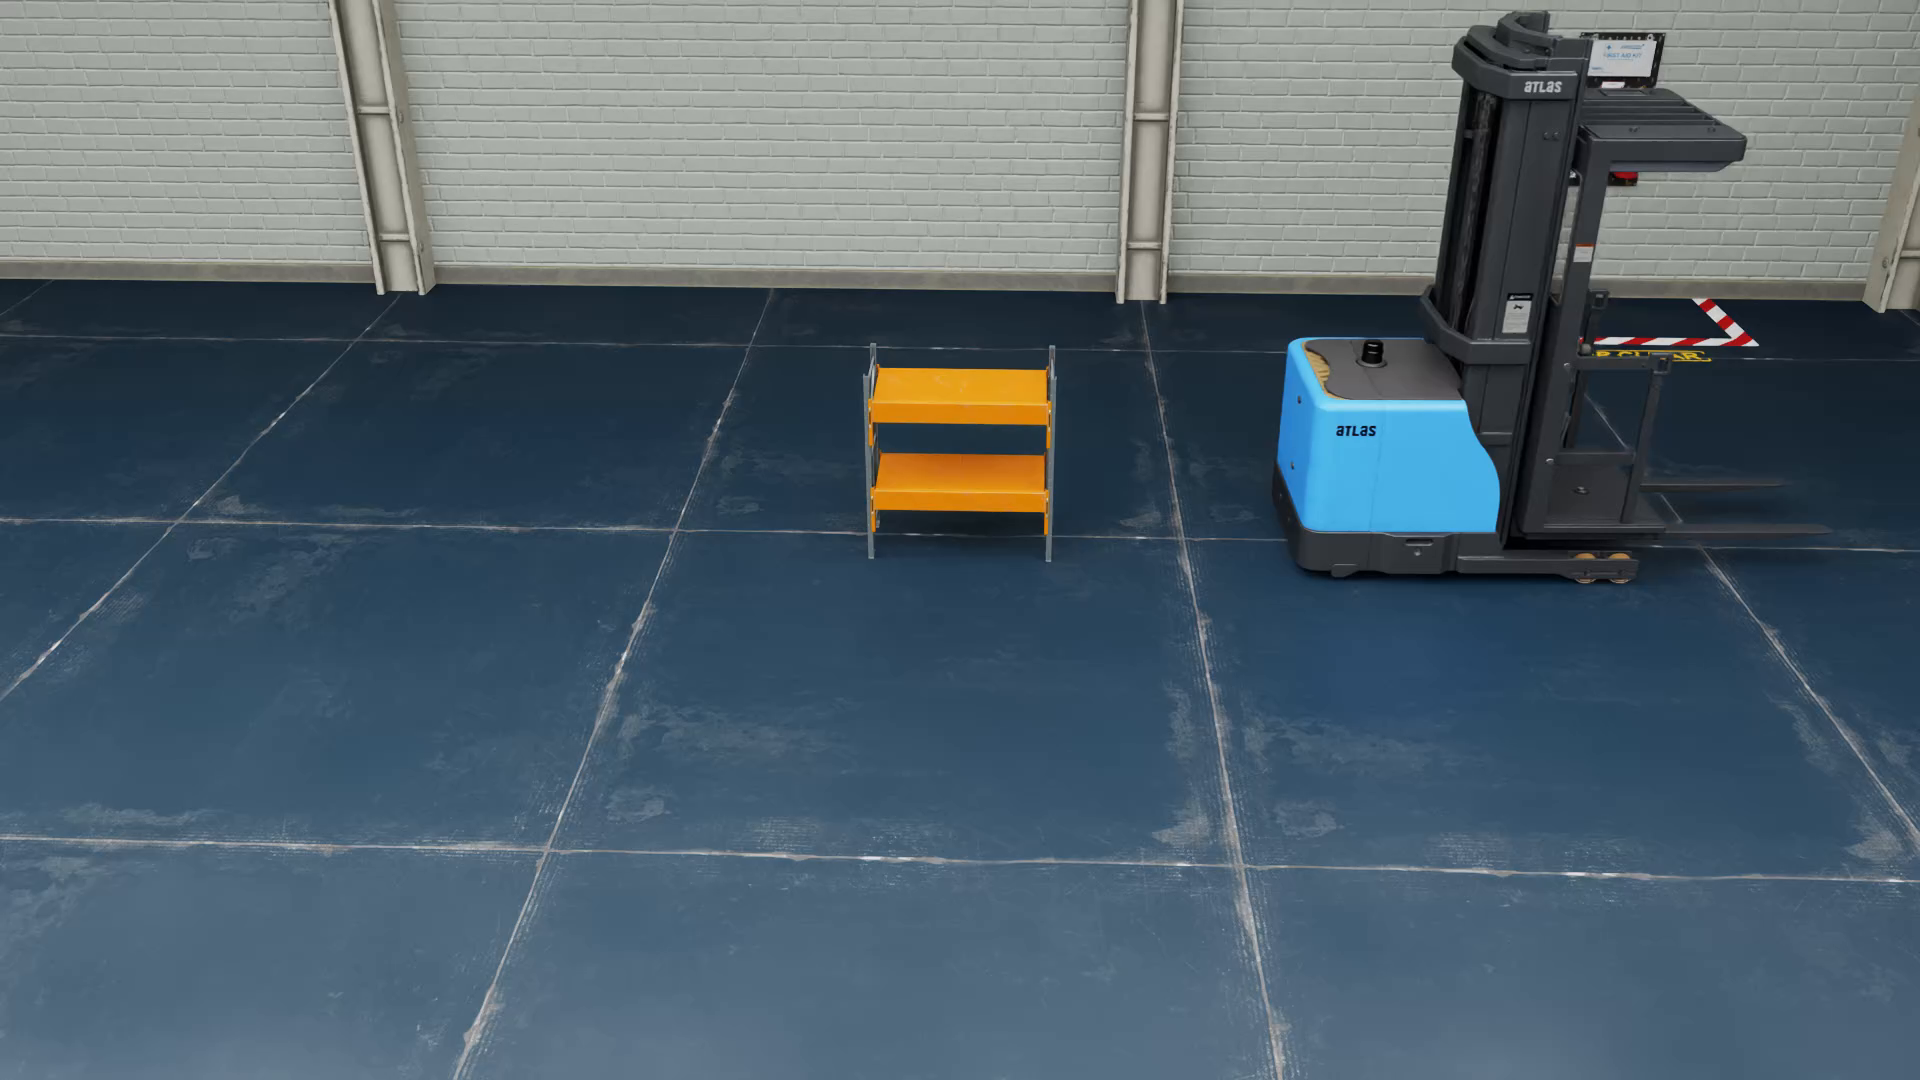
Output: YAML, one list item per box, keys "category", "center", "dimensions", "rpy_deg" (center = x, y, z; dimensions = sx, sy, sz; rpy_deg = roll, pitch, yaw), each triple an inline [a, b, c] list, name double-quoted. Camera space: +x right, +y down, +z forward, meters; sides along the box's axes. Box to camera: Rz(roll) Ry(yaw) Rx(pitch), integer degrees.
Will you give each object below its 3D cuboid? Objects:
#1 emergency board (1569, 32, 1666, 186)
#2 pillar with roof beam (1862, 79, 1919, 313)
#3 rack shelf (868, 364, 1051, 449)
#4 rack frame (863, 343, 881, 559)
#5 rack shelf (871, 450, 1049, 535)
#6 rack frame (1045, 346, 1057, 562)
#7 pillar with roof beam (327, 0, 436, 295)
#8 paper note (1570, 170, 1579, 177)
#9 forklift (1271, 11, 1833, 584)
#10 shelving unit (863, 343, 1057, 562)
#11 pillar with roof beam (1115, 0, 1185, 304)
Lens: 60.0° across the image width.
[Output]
- category: "emergency board"
  center: [4.989, -3.252, 12.682]
  dimensions: [0.643, 1.169, 0.194]
  rpy_deg: [1, 28, 2]
- category: "pillar with roof beam"
  center: [7.305, -3.829, 7.365]
  dimensions: [0.400, 9.000, 9.100]
  rpy_deg: [1, 28, 2]
- category: "rack shelf"
  center: [0.007, -0.755, 9.349]
  dimensions: [1.000, 0.278, 0.538]
  rpy_deg: [1, 28, 2]
- category: "rack frame"
  center: [-0.501, -0.505, 9.502]
  dimensions: [0.032, 1.125, 0.500]
  rpy_deg: [1, 28, 2]
- category: "rack shelf"
  center: [0.007, -0.281, 9.601]
  dimensions: [1.000, 0.278, 0.538]
  rpy_deg: [1, 28, 2]
- category: "rack frame"
  center: [0.515, -0.488, 9.470]
  dimensions: [0.032, 1.125, 0.500]
  rpy_deg: [1, 28, 2]
- category: "pillar with roof beam"
  center: [-4.687, -4.027, 7.739]
  dimensions: [0.400, 9.000, 9.100]
  rpy_deg: [1, 28, 2]
- category: "paper note"
  center: [4.814, -2.898, 12.955]
  dimensions: [0.142, 0.148, 0.016]
  rpy_deg: [1, 28, 2]
- category: "forklift"
  center: [3.405, -1.303, 9.078]
  dimensions: [3.031, 2.935, 1.130]
  rpy_deg: [0, 28, 0]
- category: "shelving unit"
  center: [0.007, -0.497, 9.486]
  dimensions: [1.048, 1.125, 0.538]
  rpy_deg: [1, 28, 2]
- category: "pillar with roof beam"
  center: [1.309, -3.928, 7.552]
  dimensions: [0.400, 9.000, 9.100]
  rpy_deg: [1, 28, 2]
